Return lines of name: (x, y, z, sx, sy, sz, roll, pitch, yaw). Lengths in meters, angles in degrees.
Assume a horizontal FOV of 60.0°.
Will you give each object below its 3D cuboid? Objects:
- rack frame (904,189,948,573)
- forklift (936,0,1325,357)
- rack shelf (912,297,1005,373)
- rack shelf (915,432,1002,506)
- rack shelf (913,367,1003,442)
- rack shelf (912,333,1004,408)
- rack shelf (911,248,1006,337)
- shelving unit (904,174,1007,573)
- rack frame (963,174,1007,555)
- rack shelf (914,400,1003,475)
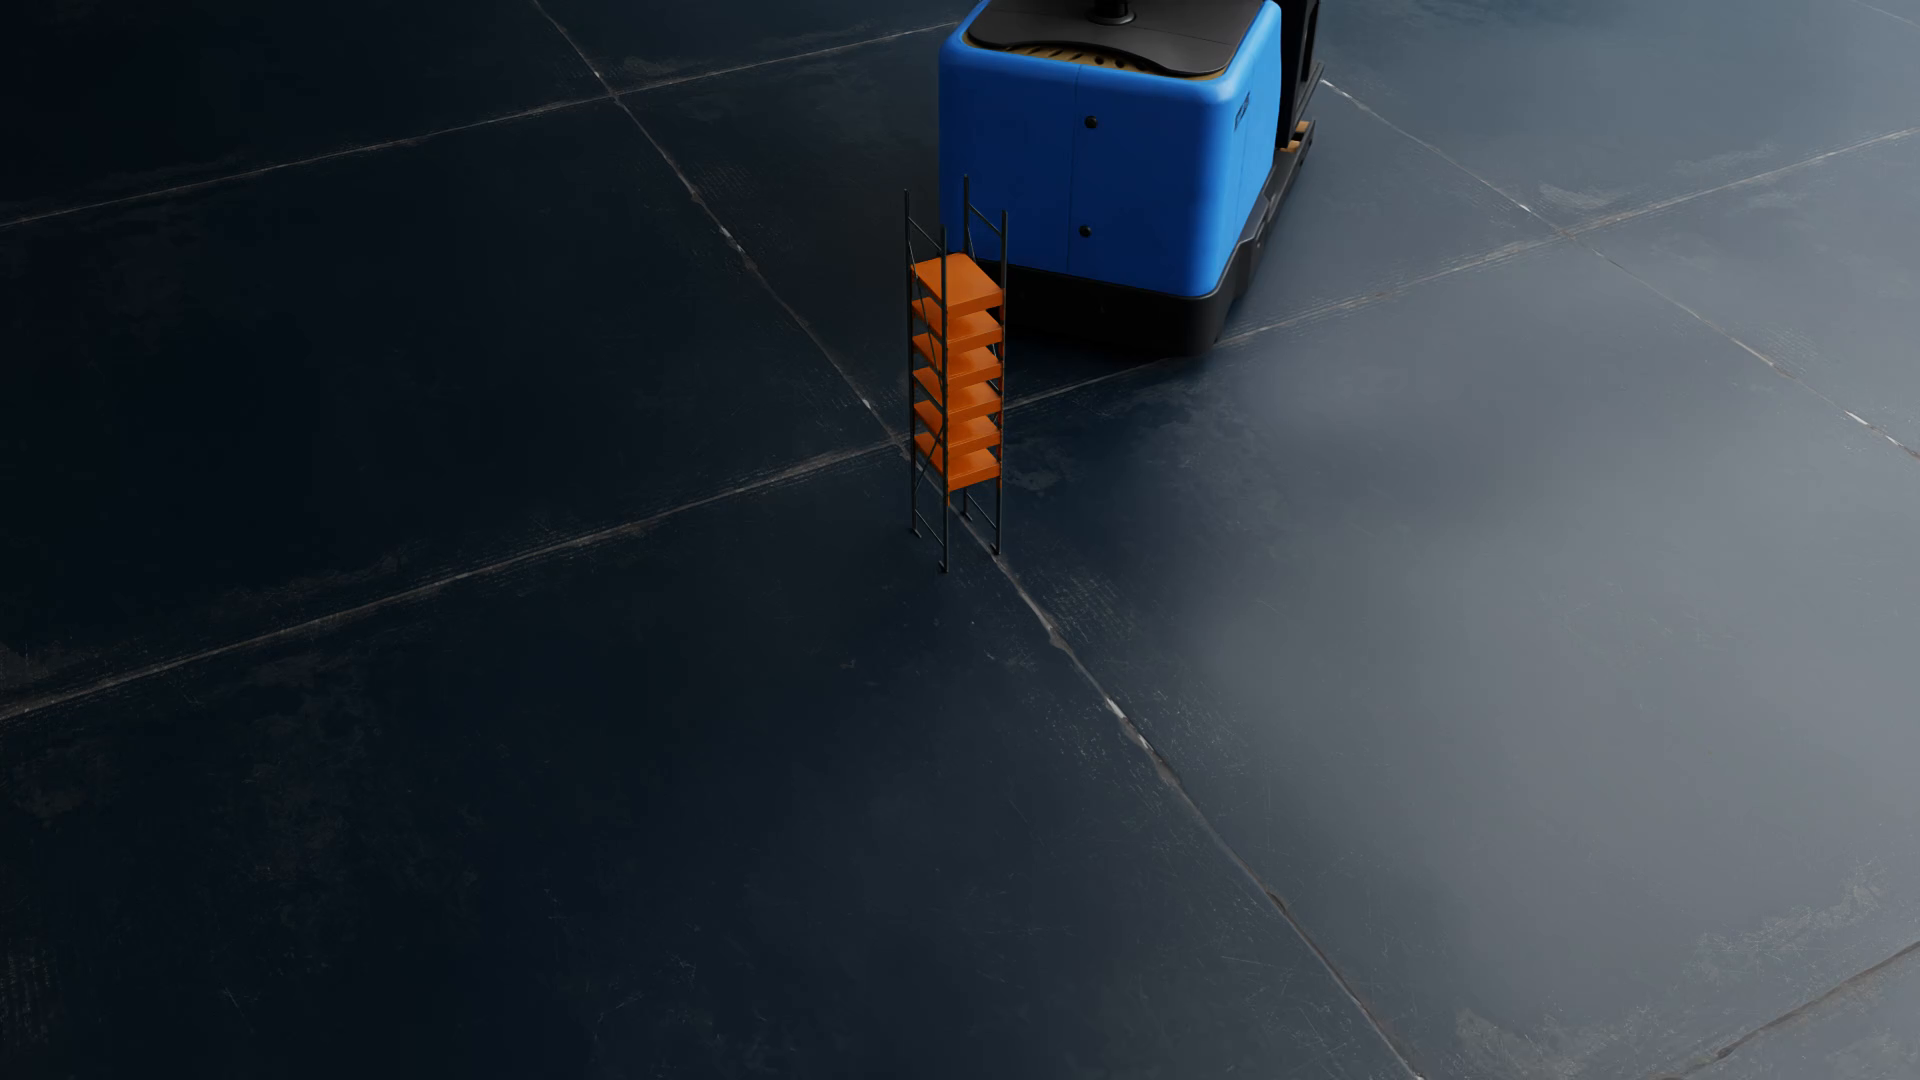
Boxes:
rack frame: (-0.094, -0.426, 4.825, 0.006, 1.200, 0.240, -19, 44, -21)
forklift: (0.892, -2.729, 6.205, 1.130, 2.935, 3.031, 13, 42, 15)
rack shelf: (-0.013, -0.603, 4.731, 0.180, 0.103, 0.258, -19, 44, -21)
rack shelf: (-0.013, -0.237, 5.041, 0.180, 0.103, 0.258, -19, 44, -21)
rack shelf: (-0.013, -0.420, 4.886, 0.180, 0.103, 0.258, -19, 44, -21)
rack shelf: (-0.013, -0.511, 4.808, 0.180, 0.103, 0.258, -19, 44, -21)
rack shelf: (-0.013, -0.695, 4.653, 0.180, 0.103, 0.258, -19, 44, -21)
shelving unit: (-0.013, -0.454, 4.857, 0.189, 1.200, 0.258, -19, 44, -21)
rack frame: (0.068, -0.481, 4.890, 0.006, 1.200, 0.240, -19, 44, -21)
rack shelf: (-0.013, -0.328, 4.963, 0.180, 0.103, 0.258, -19, 44, -21)
